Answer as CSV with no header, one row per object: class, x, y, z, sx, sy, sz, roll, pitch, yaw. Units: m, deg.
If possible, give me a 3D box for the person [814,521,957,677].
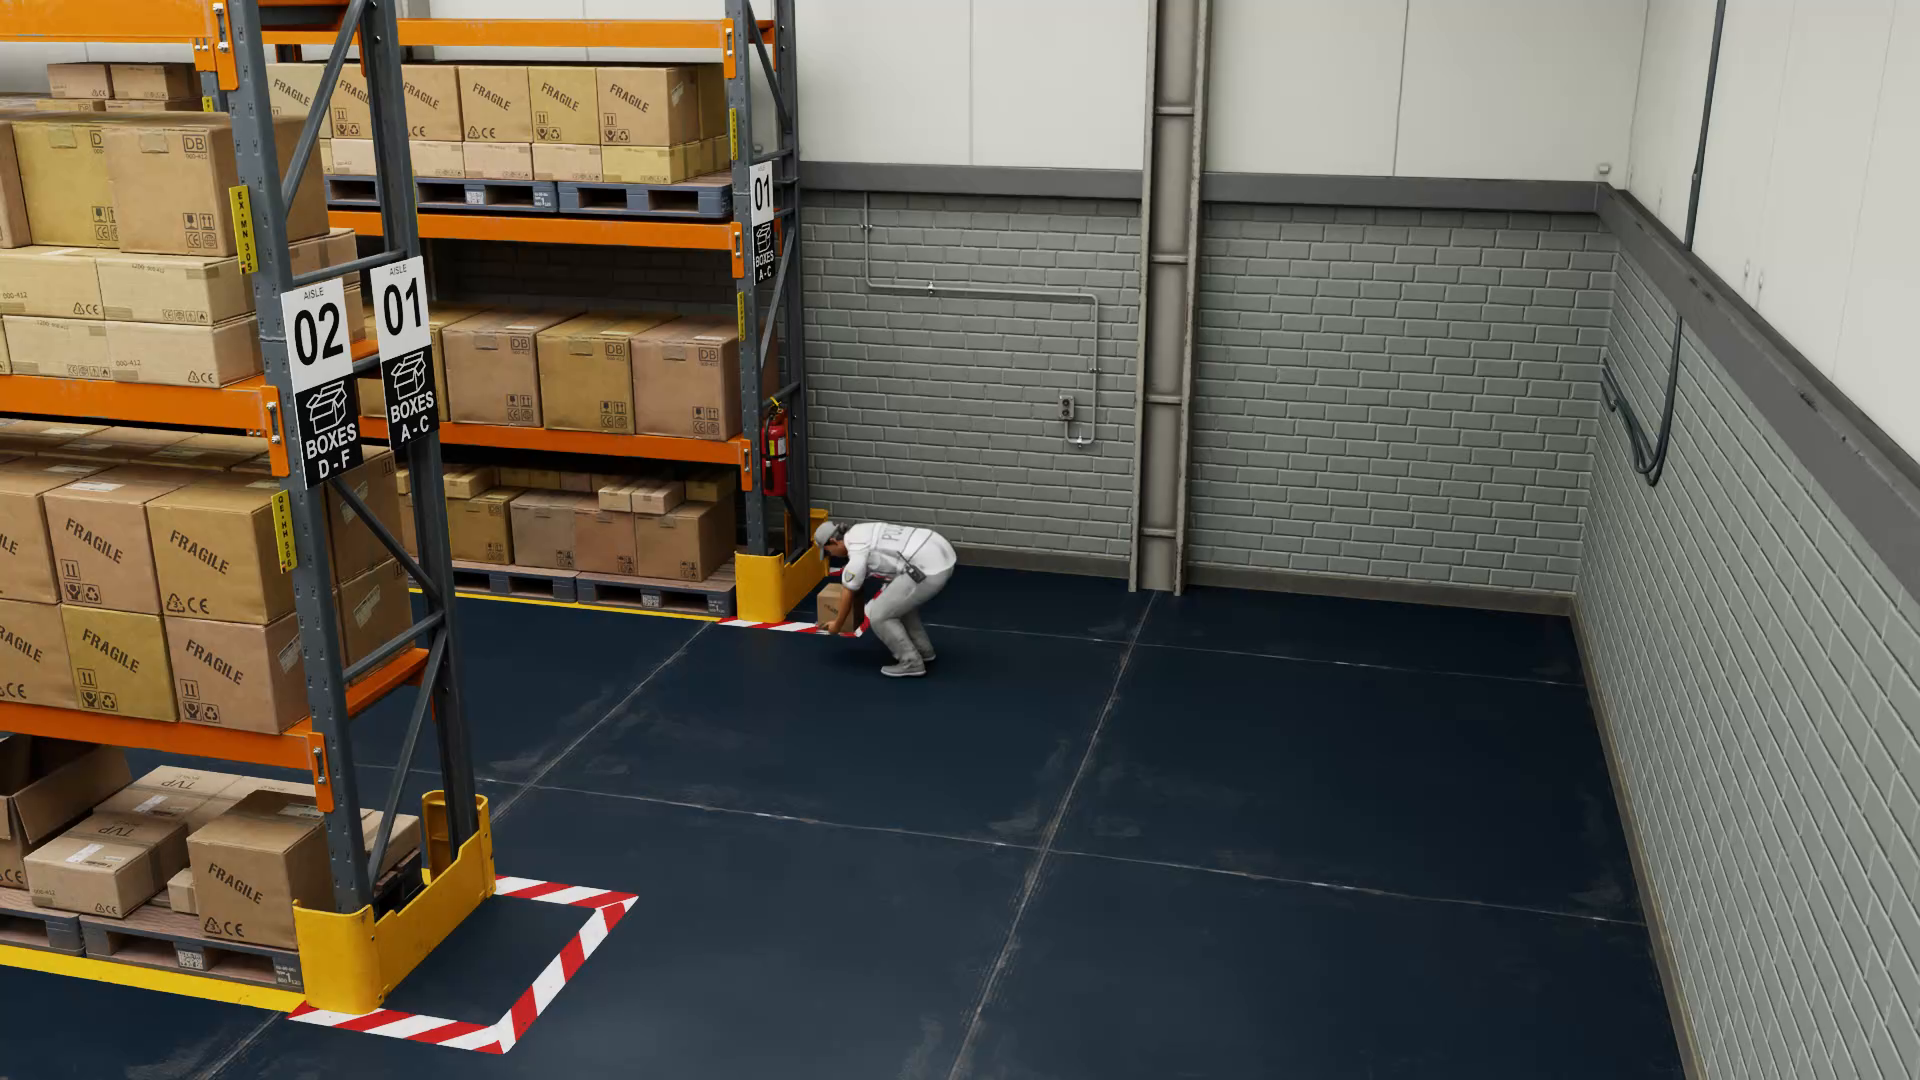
person,-0.497,0.368,11.009,0.938,0.999,0.515,4,19,11
